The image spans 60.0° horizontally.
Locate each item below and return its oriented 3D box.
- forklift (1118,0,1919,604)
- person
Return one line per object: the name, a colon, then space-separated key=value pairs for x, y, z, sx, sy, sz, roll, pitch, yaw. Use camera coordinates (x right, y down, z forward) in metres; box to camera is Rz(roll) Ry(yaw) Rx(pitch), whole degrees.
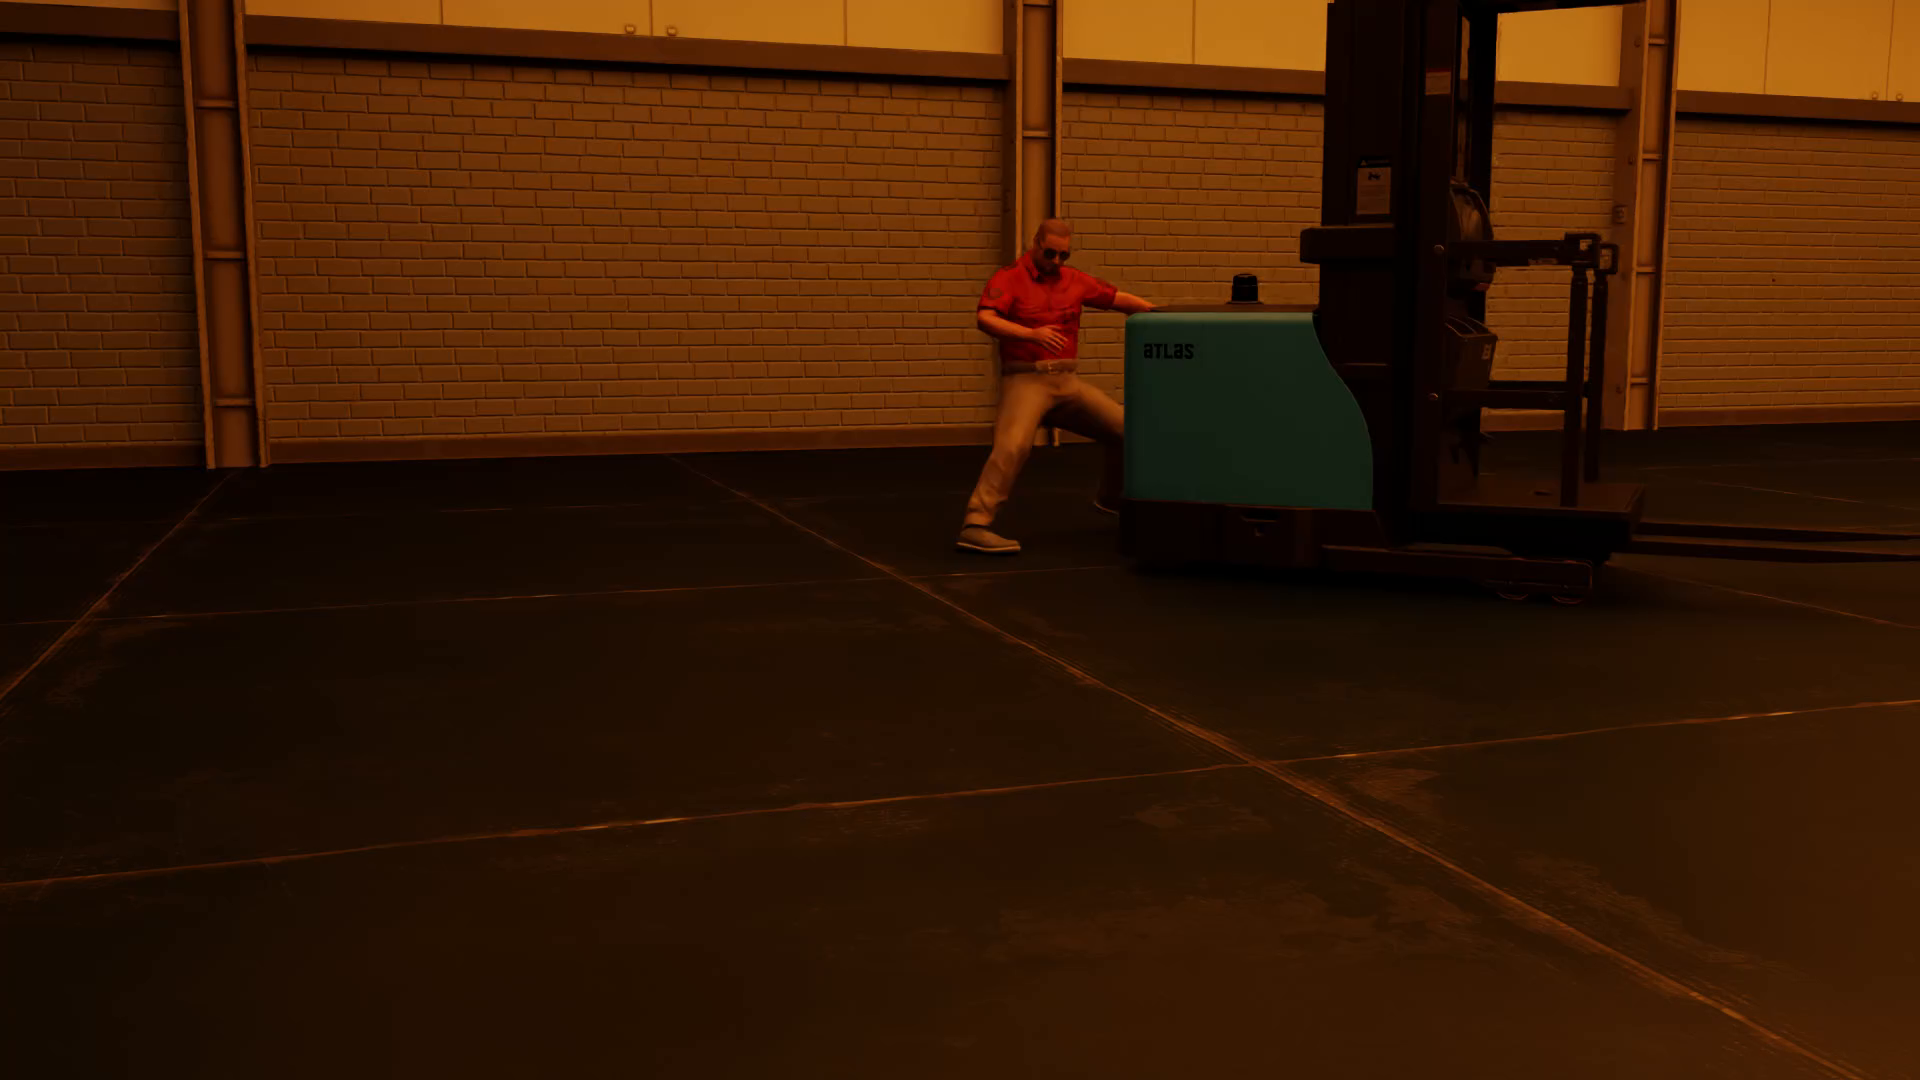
forklift: x=2.224 y=-1.295 z=6.565 sx=3.031 sy=2.935 sz=1.130 roll=4 pitch=9 yaw=25
person: x=0.521 y=-0.753 z=7.848 sx=1.310 sy=1.512 sz=0.706 roll=-4 pitch=9 yaw=-28
